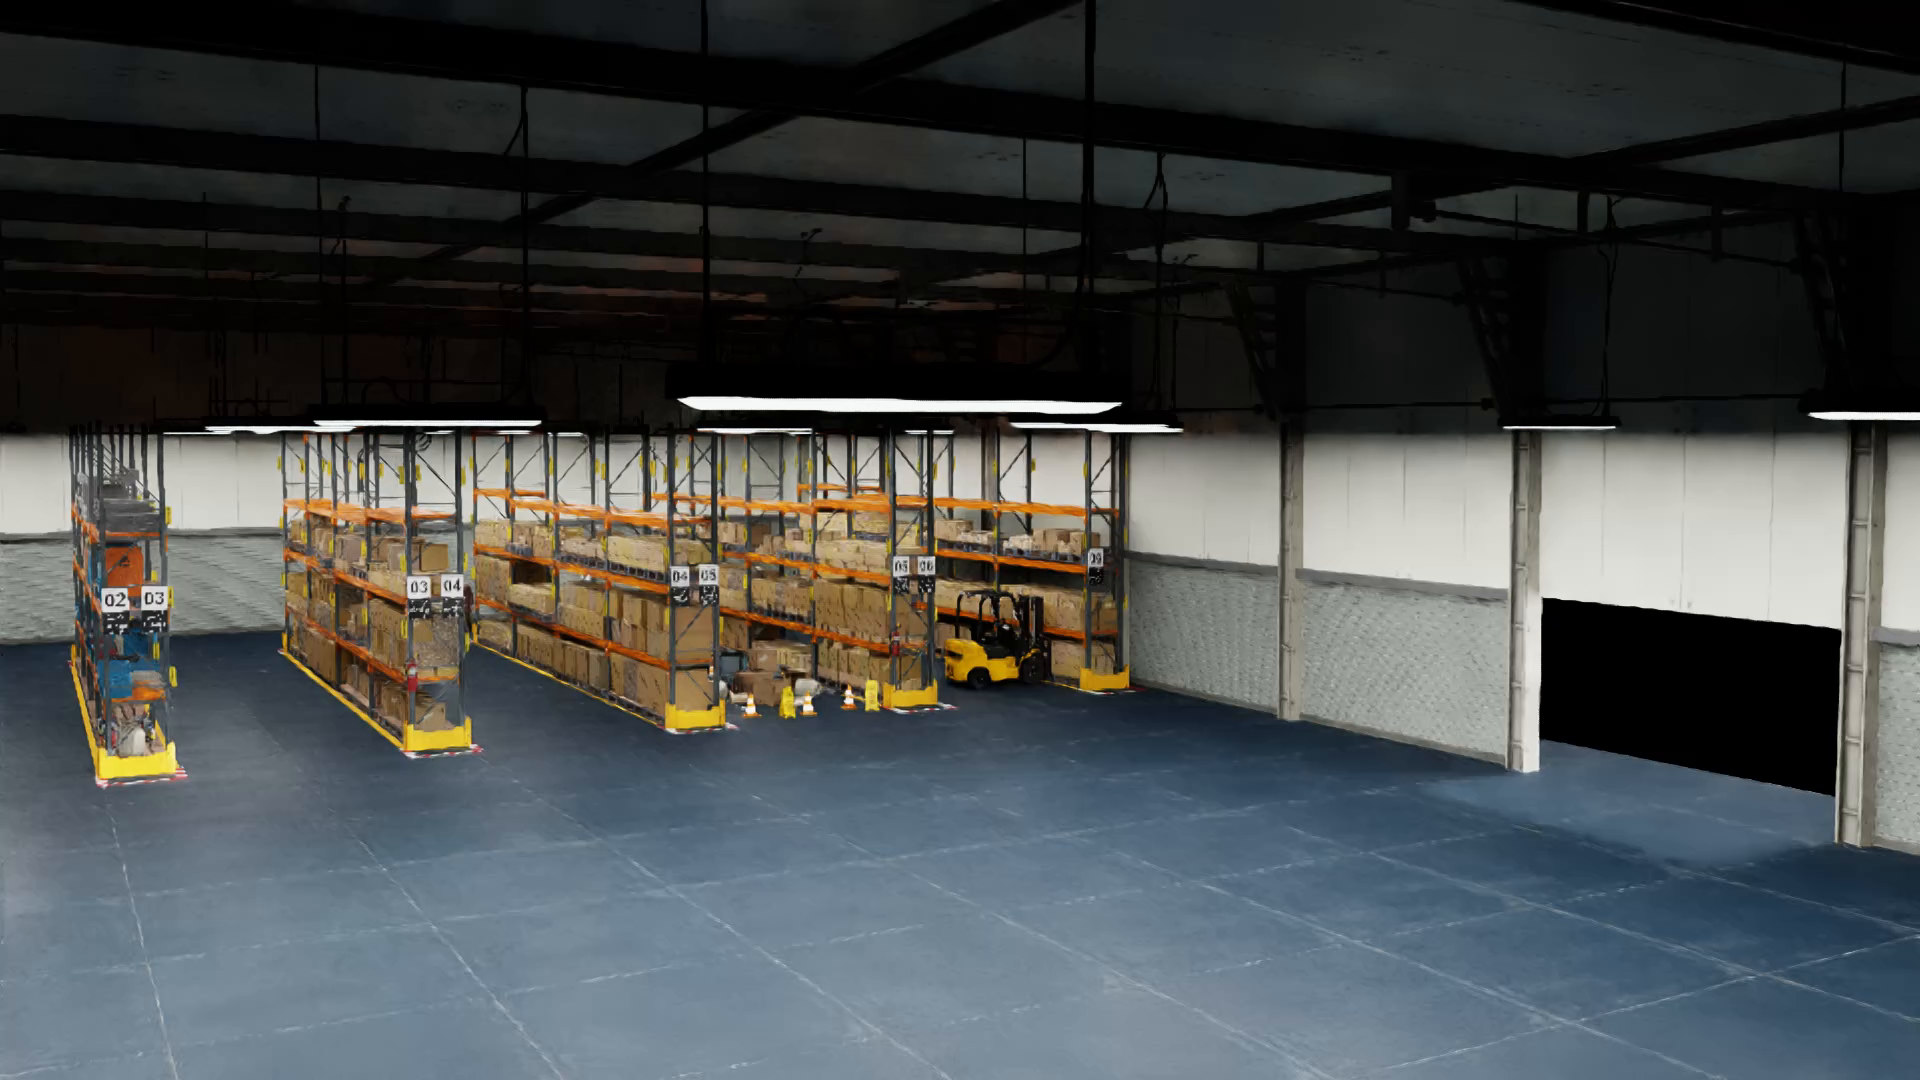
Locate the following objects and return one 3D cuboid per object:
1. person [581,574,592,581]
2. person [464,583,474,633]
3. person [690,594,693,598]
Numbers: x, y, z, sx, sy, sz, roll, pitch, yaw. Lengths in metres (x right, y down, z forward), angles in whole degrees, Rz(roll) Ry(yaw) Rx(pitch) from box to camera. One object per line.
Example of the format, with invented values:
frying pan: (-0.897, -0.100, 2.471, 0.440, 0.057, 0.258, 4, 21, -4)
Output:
person: (-11.508, 1.663, 51.545, 0.581, 1.782, 0.621, 2, 4, 27)
person: (-14.329, 1.872, 48.081, 0.626, 1.773, 0.578, 0, 4, 7)
person: (-7.102, 2.203, 43.266, 0.556, 1.664, 0.584, -1, 4, -9)
